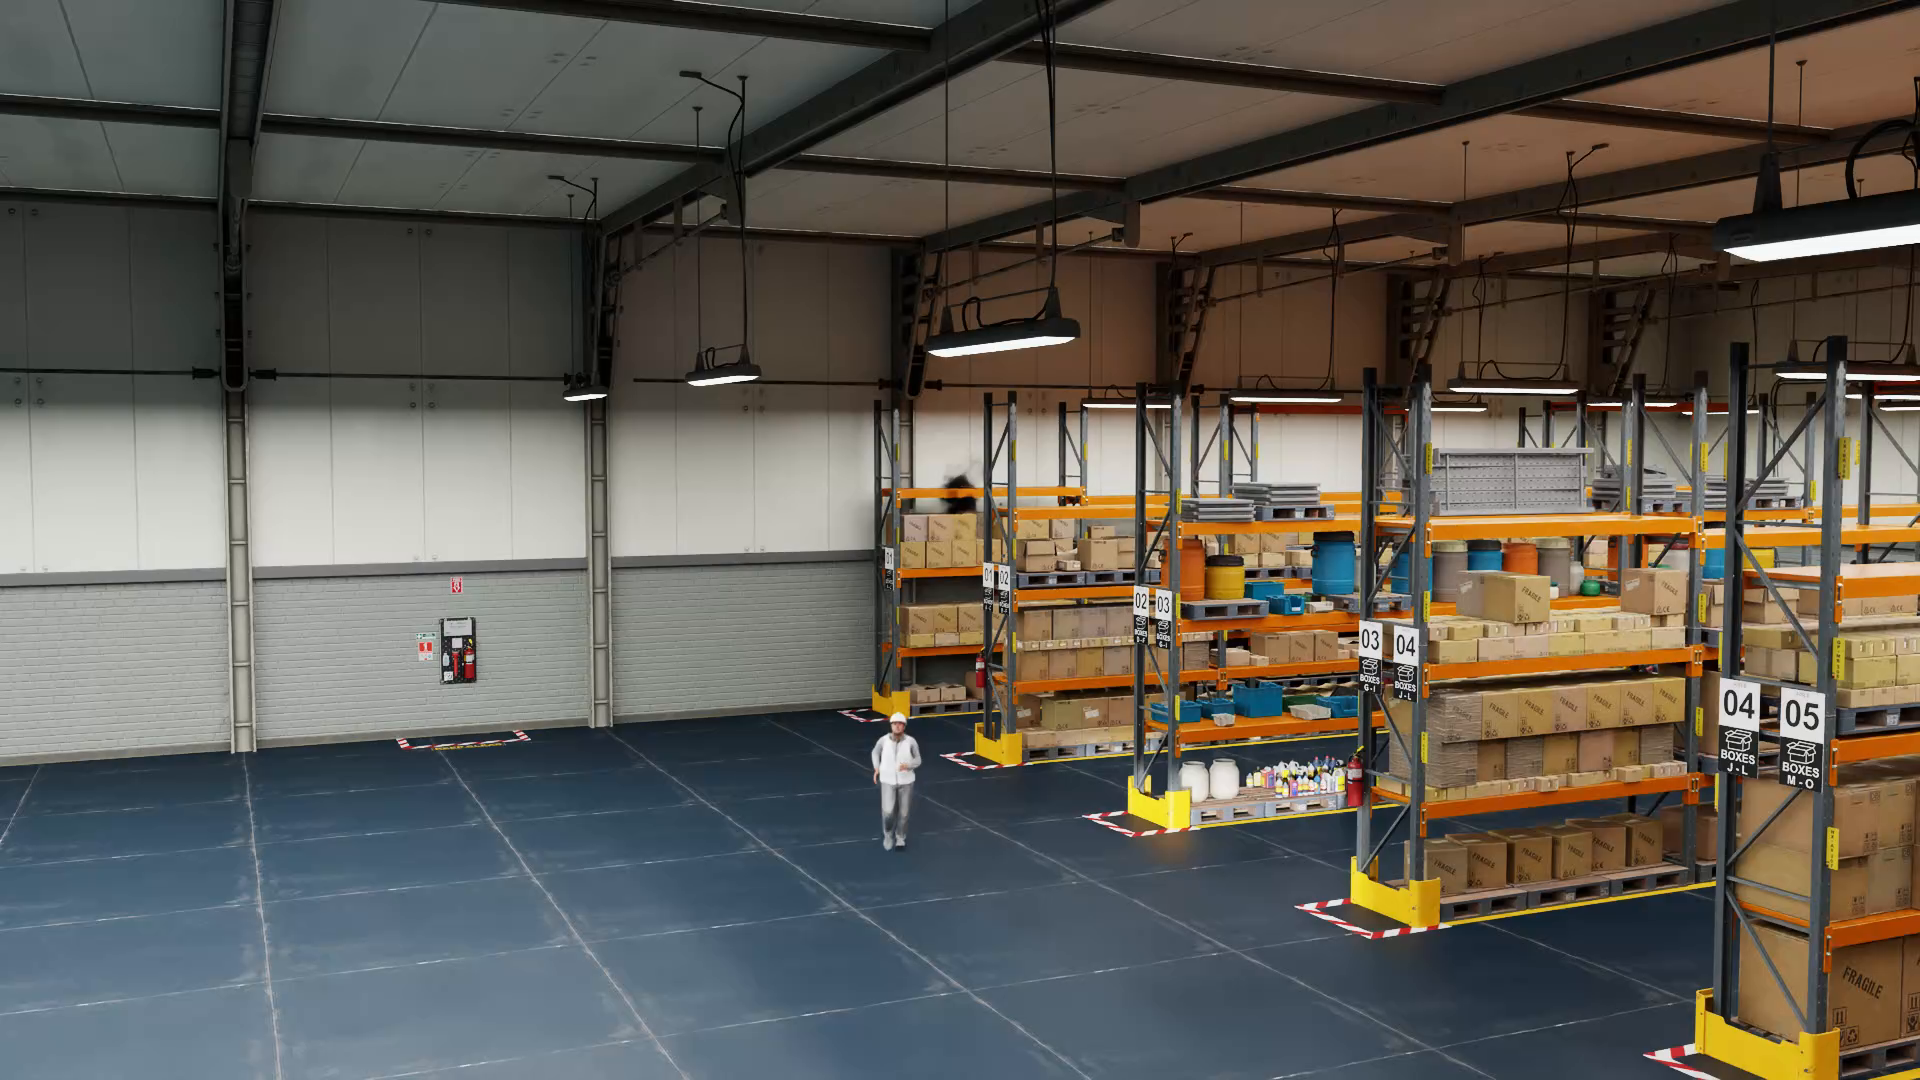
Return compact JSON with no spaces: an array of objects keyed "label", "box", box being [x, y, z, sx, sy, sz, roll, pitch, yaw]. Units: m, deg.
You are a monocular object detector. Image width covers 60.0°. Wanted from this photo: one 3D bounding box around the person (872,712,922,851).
[{"label":"person","box":[-0.802,3.058,20.994,0.638,1.751,0.670,0,3,-2]}]
